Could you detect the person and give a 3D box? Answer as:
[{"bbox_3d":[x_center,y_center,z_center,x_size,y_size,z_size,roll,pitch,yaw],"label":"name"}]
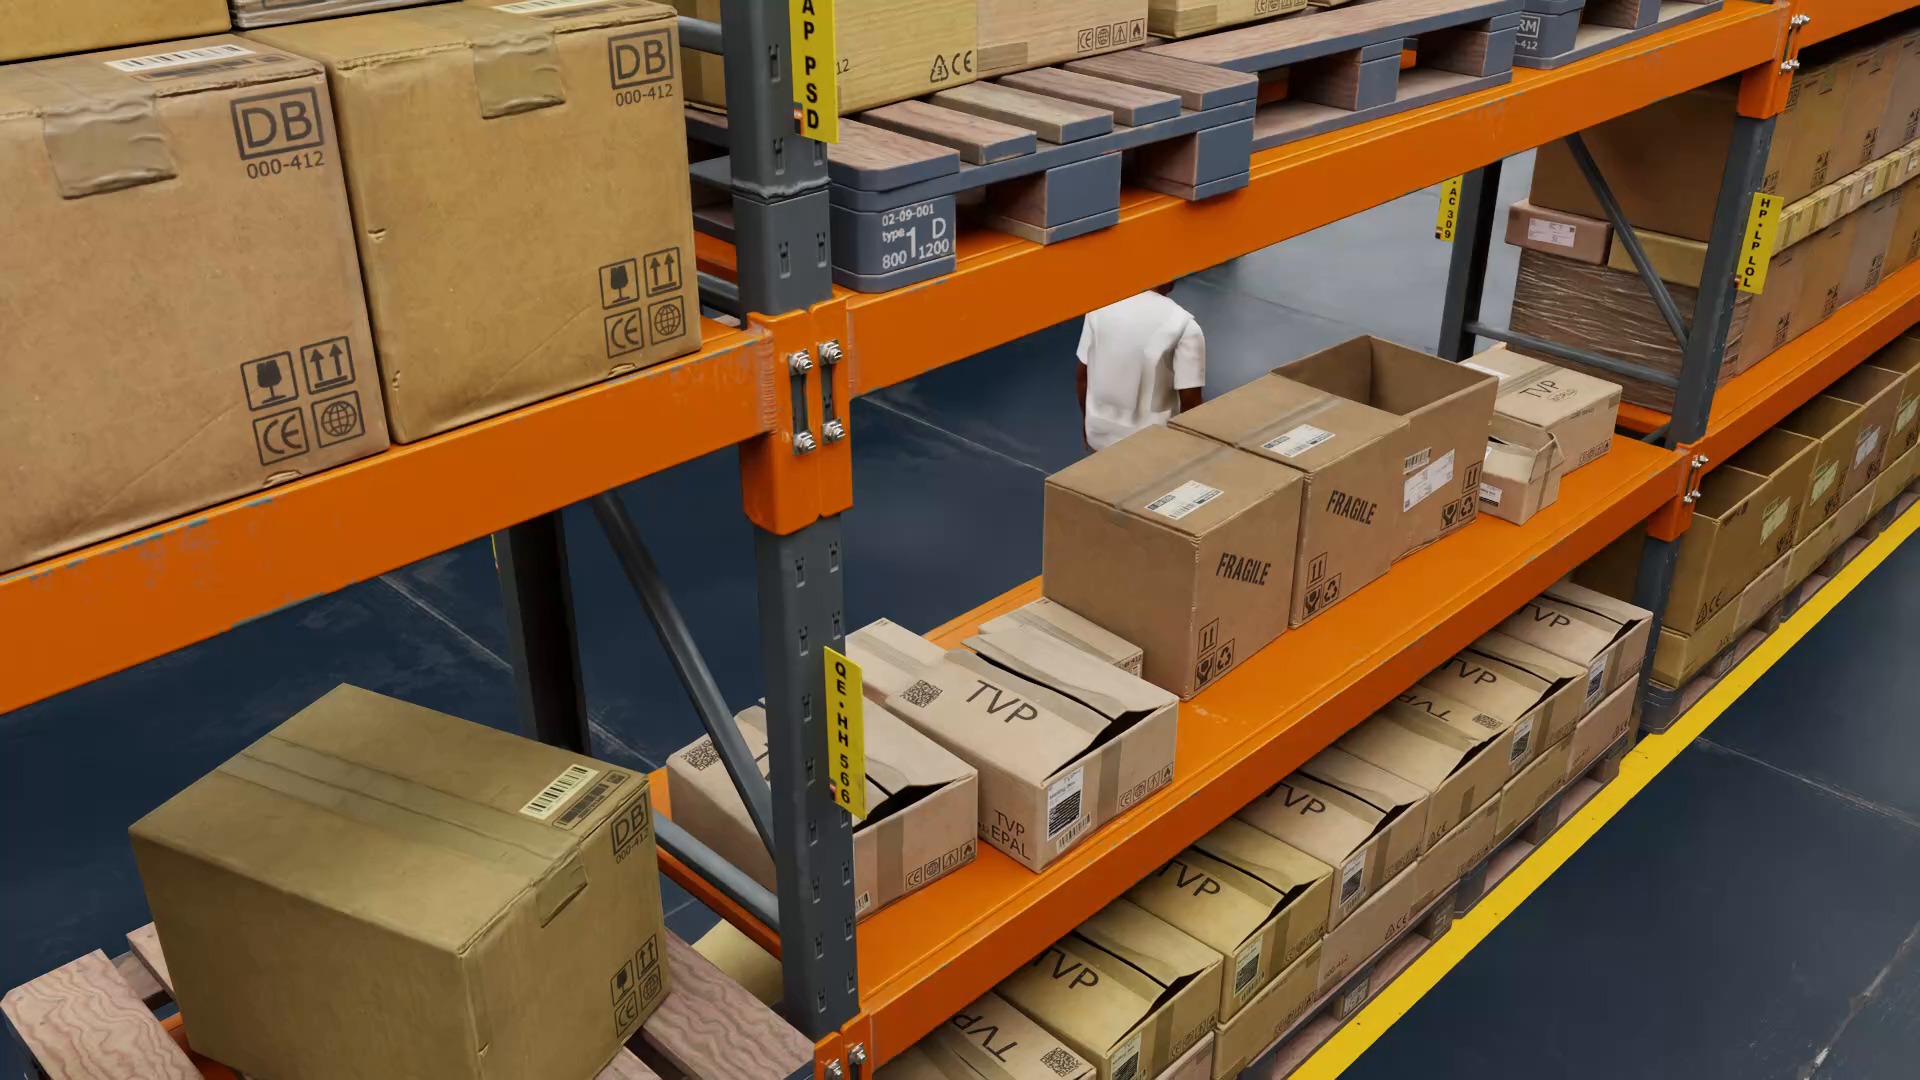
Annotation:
[{"bbox_3d":[0.764,-0.435,6.933,0.635,1.760,0.454,22,35,36],"label":"person"}]
